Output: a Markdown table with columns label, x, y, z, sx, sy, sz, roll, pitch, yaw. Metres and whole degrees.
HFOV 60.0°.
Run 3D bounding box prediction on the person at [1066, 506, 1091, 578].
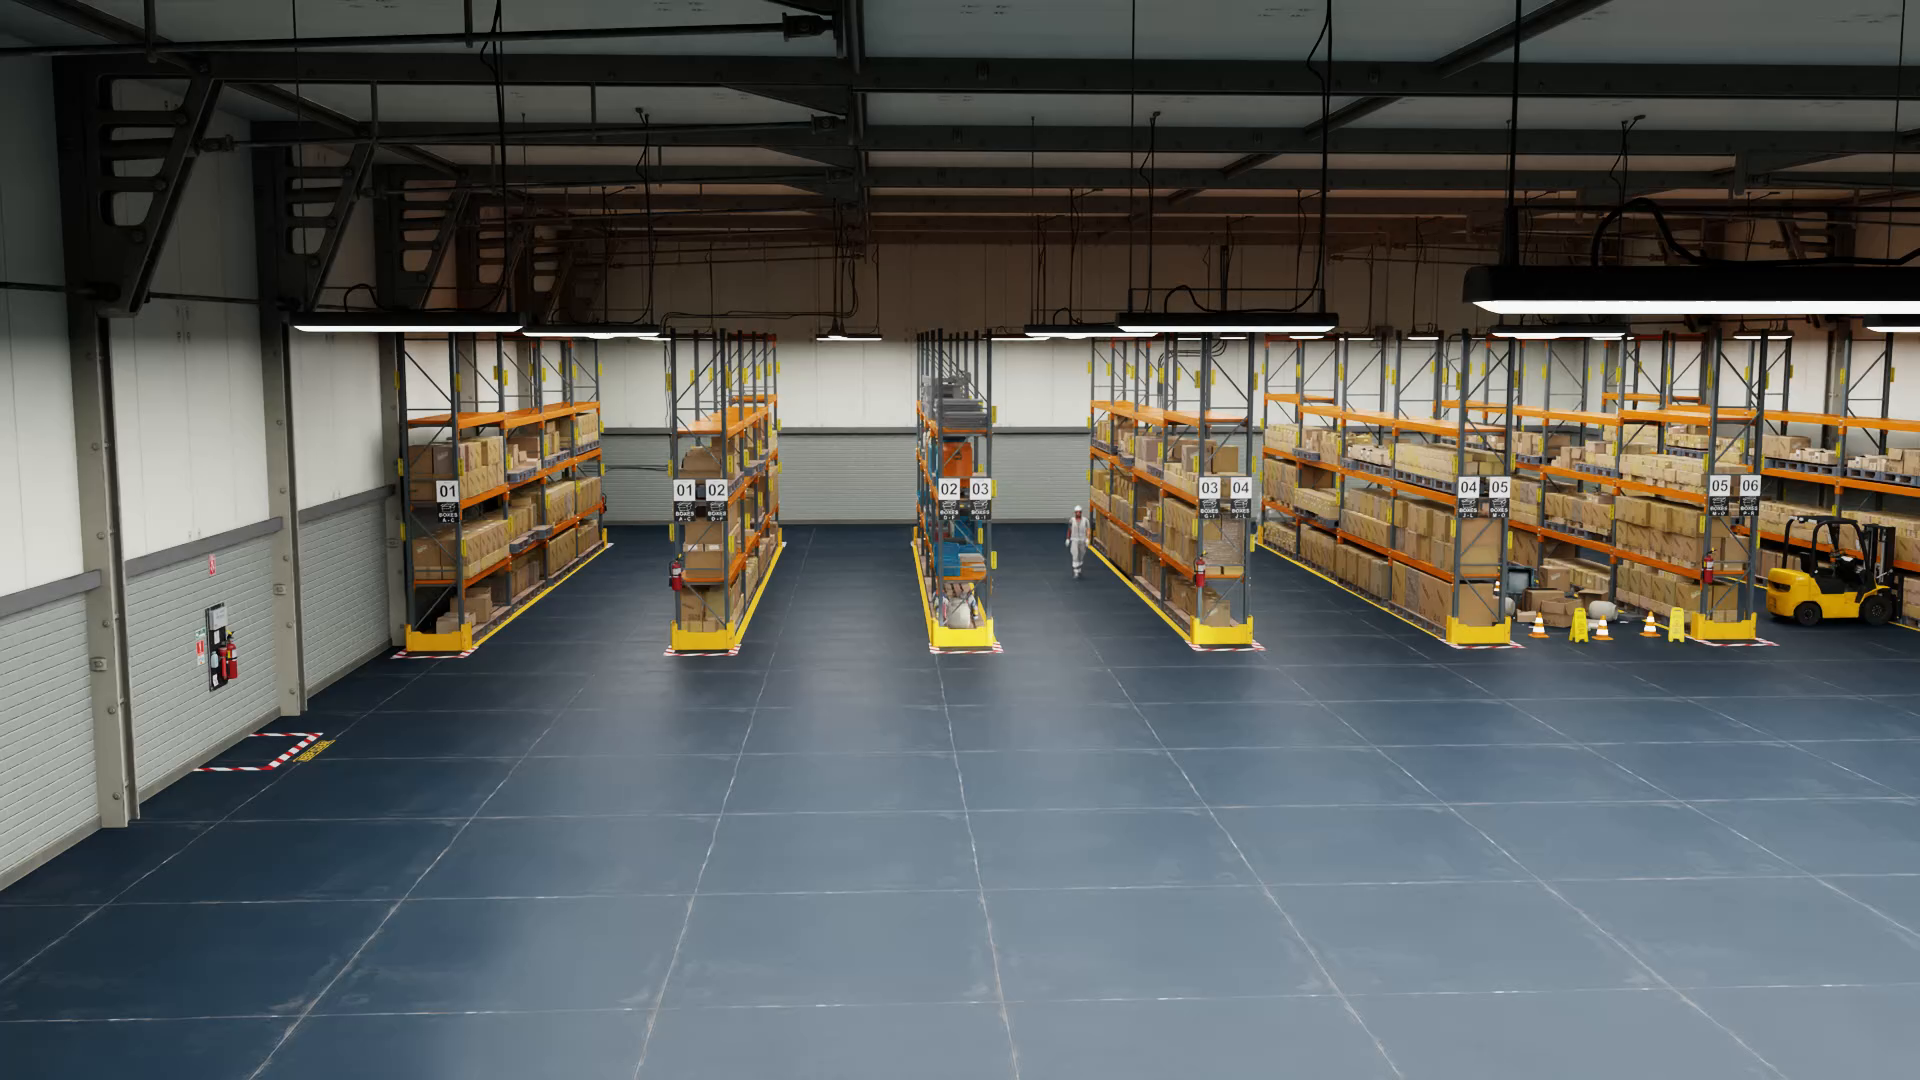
| label | x | y | z | sx | sy | sz | roll | pitch | yaw |
| --- | --- | --- | --- | --- | --- | --- | --- | --- | --- |
| person | 2.933 | 0.024 | 40.807 | 0.553 | 1.720 | 1.050 | -1 | 7 | -8 |

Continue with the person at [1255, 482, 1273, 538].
| label | x | y | z | sx | sy | sz | roll | pitch | yaw |
| --- | --- | --- | --- | --- | --- | --- | --- | --- | --- |
| person | 9.035 | -0.928 | 49.037 | 0.970 | 1.755 | 0.523 | 1 | 7 | 4 |
